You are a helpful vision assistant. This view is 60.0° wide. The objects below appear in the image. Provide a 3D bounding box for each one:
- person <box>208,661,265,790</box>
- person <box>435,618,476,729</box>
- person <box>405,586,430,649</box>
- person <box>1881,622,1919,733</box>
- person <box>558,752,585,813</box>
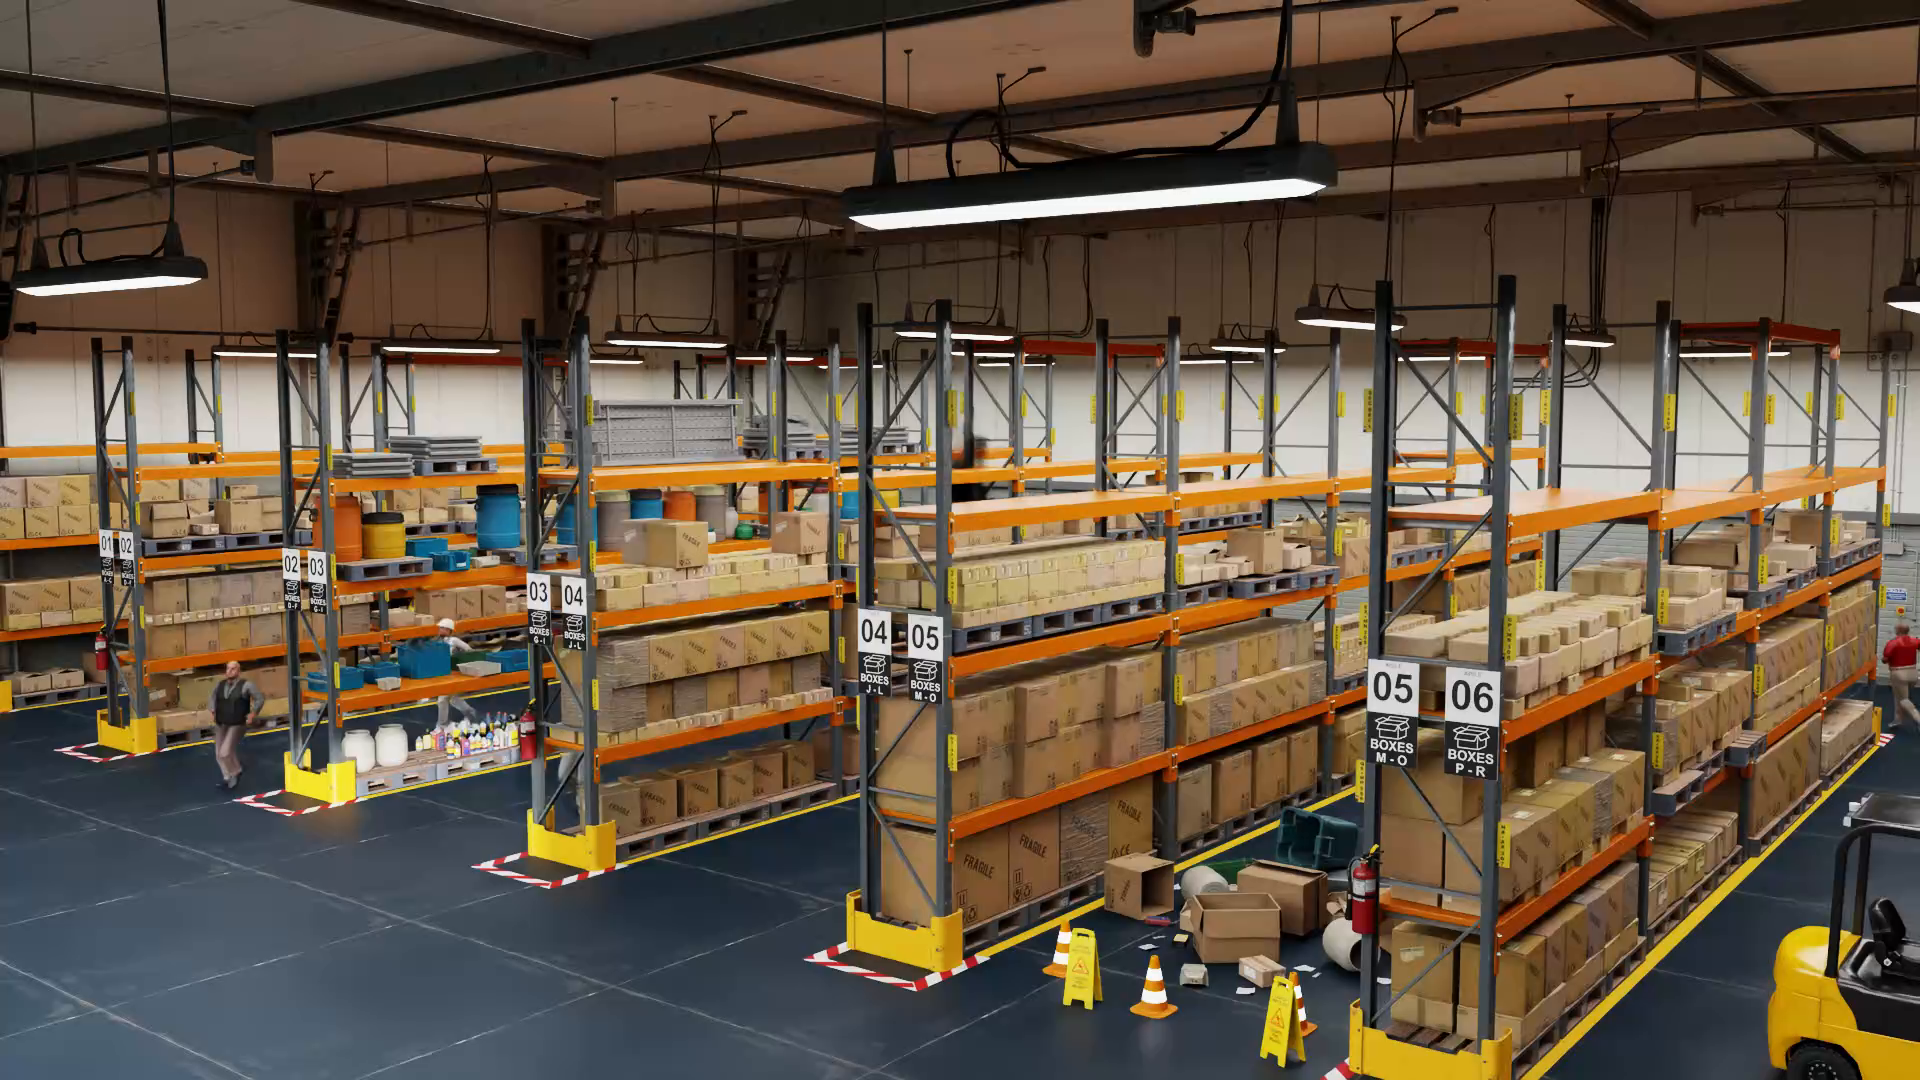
[{"bbox_3d":[-9.532,2.433,21.738,0.700,1.692,0.560,1,5,11],"label":"person"},{"bbox_3d":[-7.698,2.083,25.254,0.665,1.808,0.945,4,6,40],"label":"person"},{"bbox_3d":[-9.856,1.652,30.337,0.675,1.830,0.722,3,6,30],"label":"person"},{"bbox_3d":[14.382,2.100,25.416,0.687,1.718,0.910,-1,5,-6],"label":"person"},{"bbox_3d":[-4.710,2.554,20.448,0.599,1.657,0.562,3,6,30],"label":"person"}]
